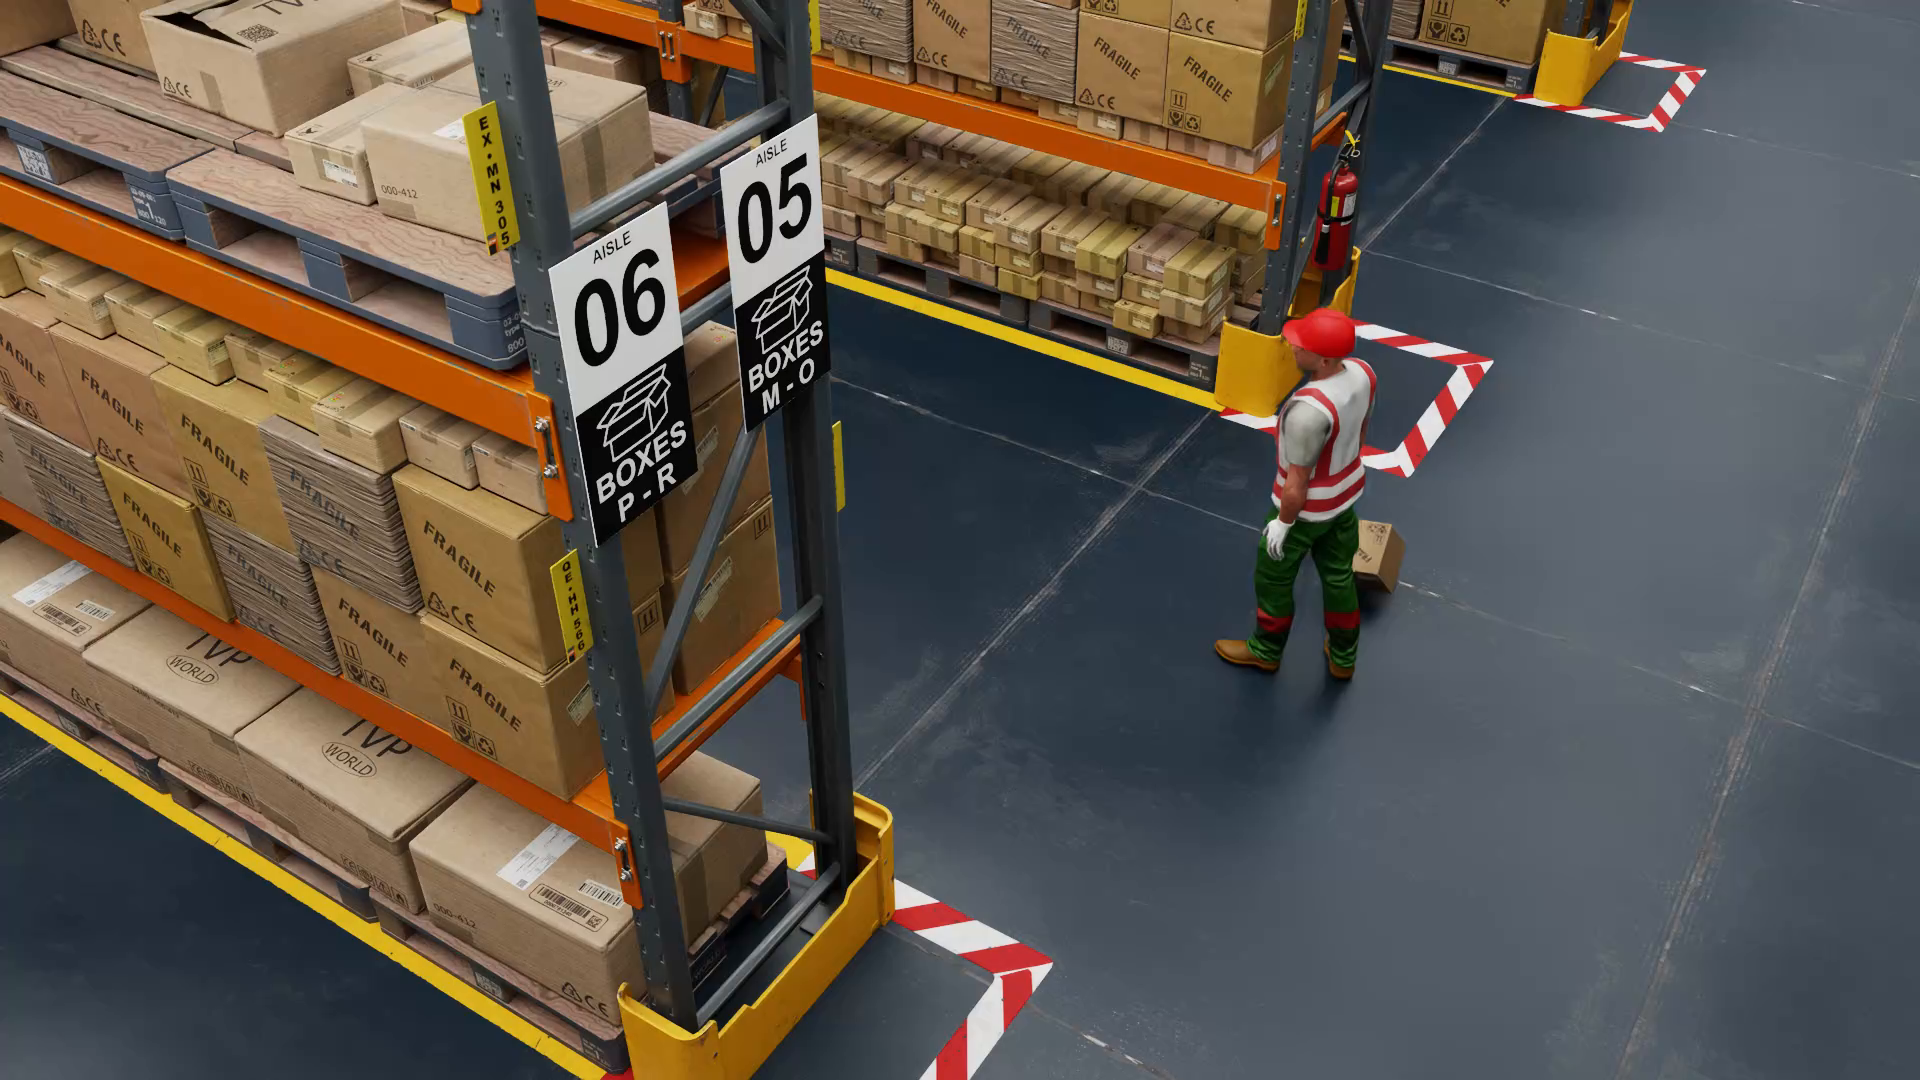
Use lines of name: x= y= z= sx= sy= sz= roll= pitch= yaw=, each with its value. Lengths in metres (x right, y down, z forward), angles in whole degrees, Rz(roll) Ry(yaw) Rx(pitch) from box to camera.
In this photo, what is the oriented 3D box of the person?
person: x=1.457 y=-0.161 z=6.864 sx=0.573 sy=1.791 sz=0.558 roll=-31 pitch=47 yaw=-33
